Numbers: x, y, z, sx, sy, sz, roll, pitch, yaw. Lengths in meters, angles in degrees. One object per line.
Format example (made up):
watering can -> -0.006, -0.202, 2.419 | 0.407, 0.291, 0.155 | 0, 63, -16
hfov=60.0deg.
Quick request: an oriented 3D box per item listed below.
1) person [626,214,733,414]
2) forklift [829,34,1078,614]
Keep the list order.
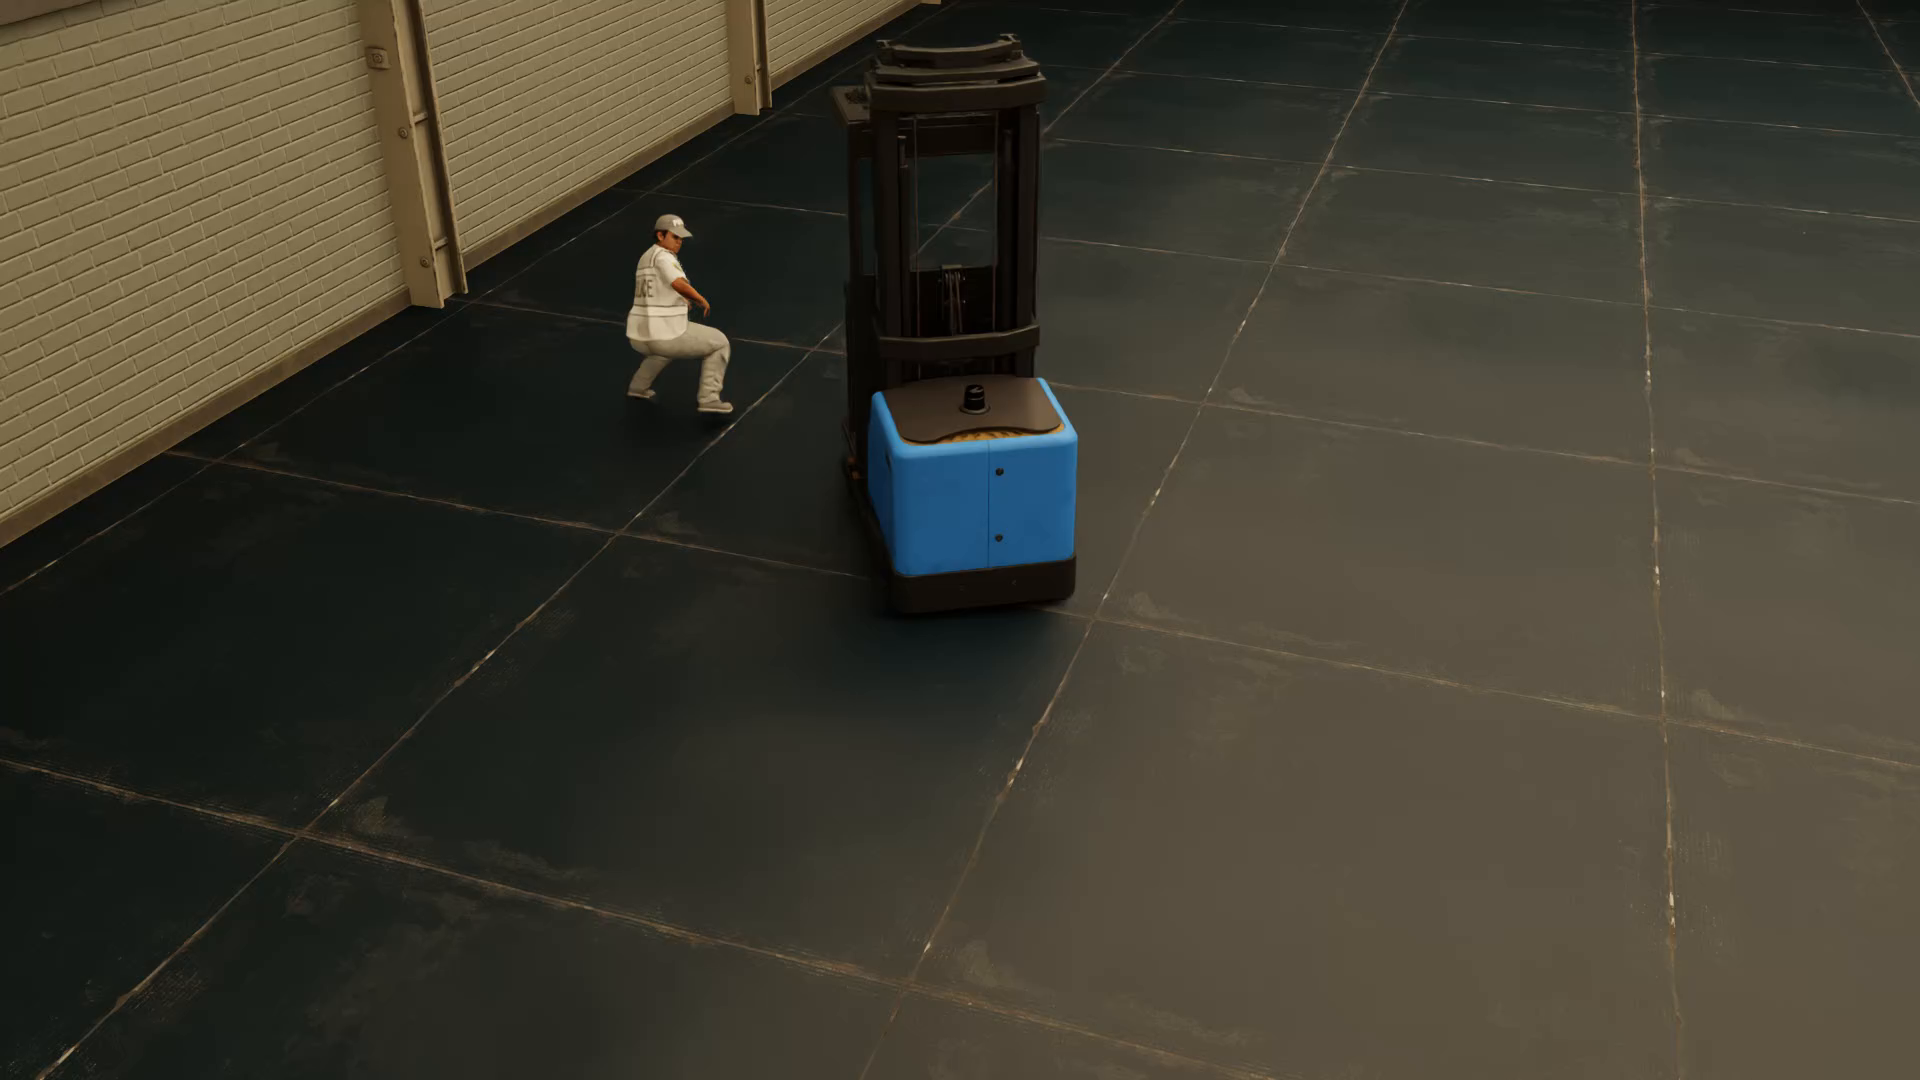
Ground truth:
person -> -1.974, -1.509, 11.383 | 0.882, 1.452, 0.778 | 25, 38, 37
forklift -> -0.146, -1.578, 9.904 | 1.130, 2.935, 3.031 | -6, 30, -10
